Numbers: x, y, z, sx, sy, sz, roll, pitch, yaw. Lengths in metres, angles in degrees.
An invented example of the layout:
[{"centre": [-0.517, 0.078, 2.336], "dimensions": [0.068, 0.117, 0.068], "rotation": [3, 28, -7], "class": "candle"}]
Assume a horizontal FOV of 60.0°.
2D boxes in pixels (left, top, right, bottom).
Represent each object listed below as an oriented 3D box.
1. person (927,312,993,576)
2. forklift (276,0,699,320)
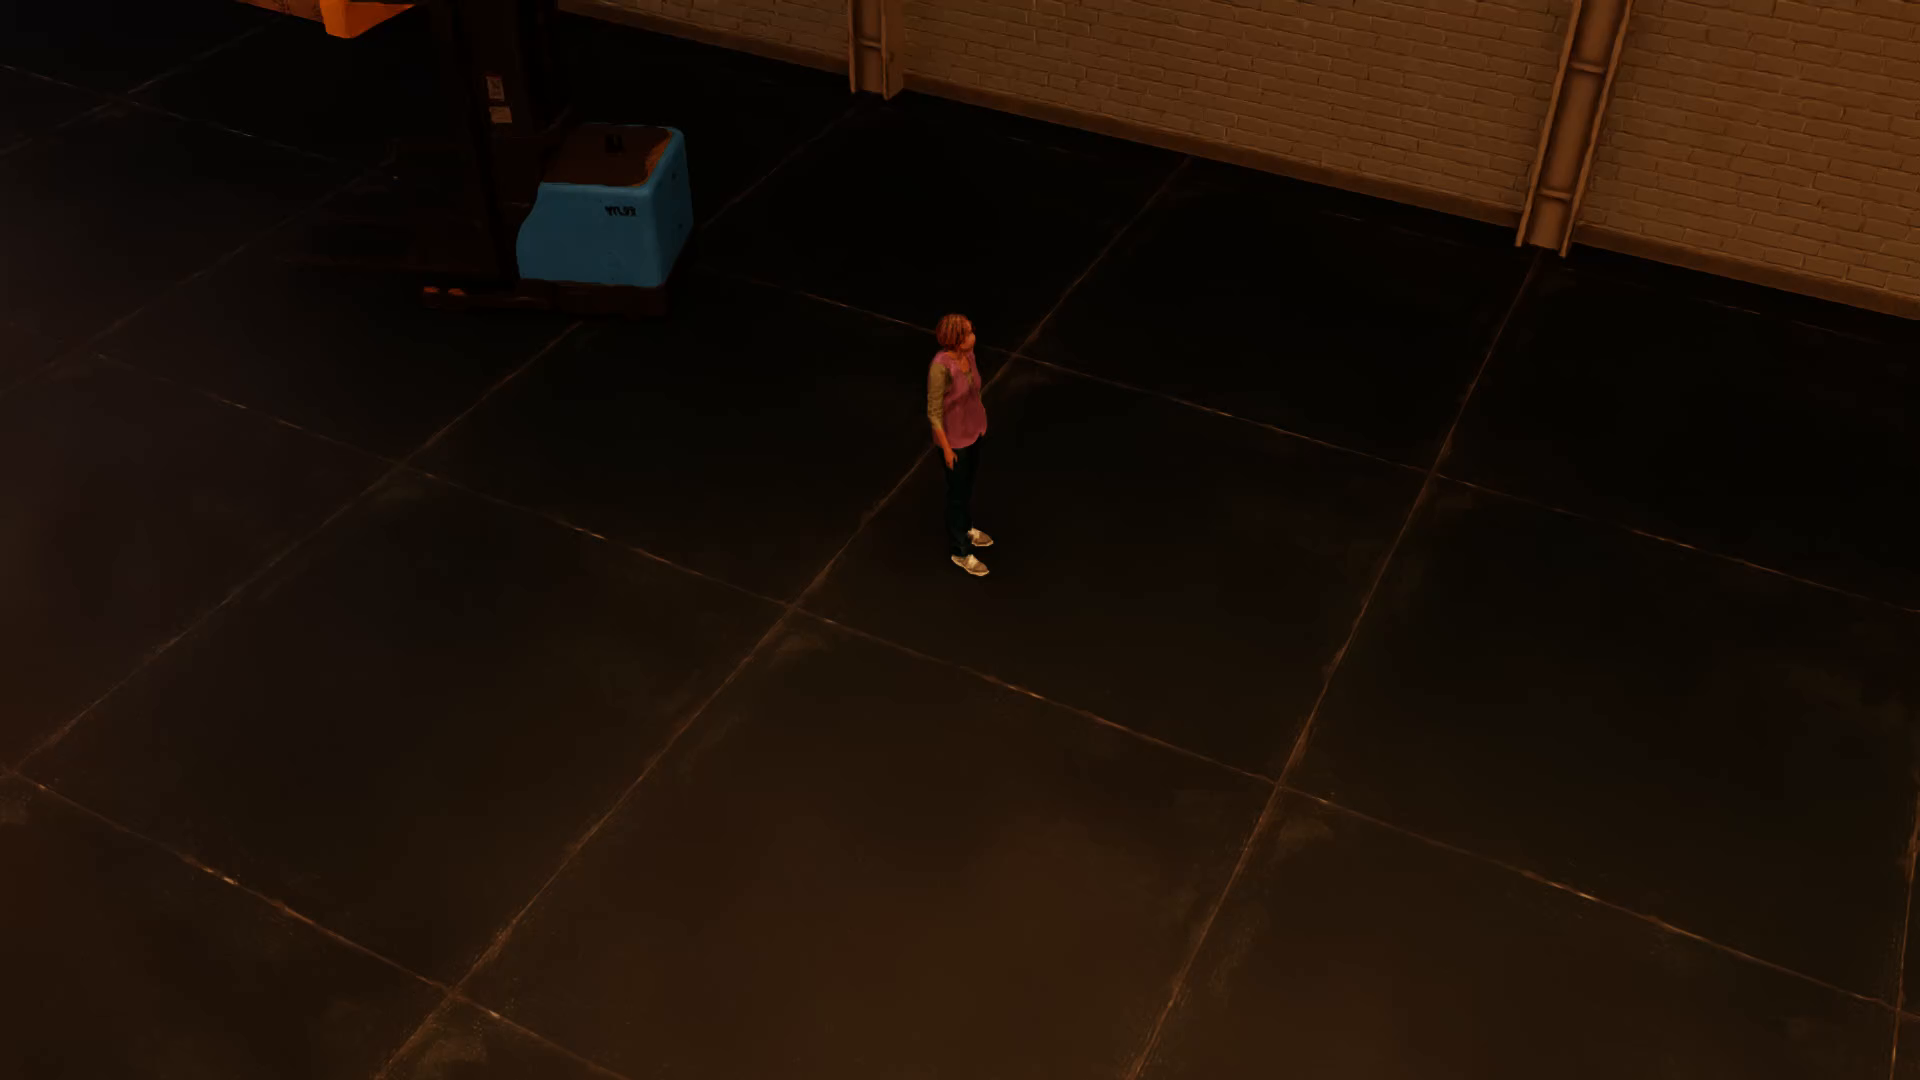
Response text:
[{"centre": [0.060, -0.586, 9.707], "dimensions": [0.474, 1.597, 0.520], "rotation": [18, 43, 21], "class": "person"}, {"centre": [-3.564, -3.144, 11.719], "dimensions": [3.031, 2.935, 1.130], "rotation": [5, 40, 6], "class": "forklift"}]
